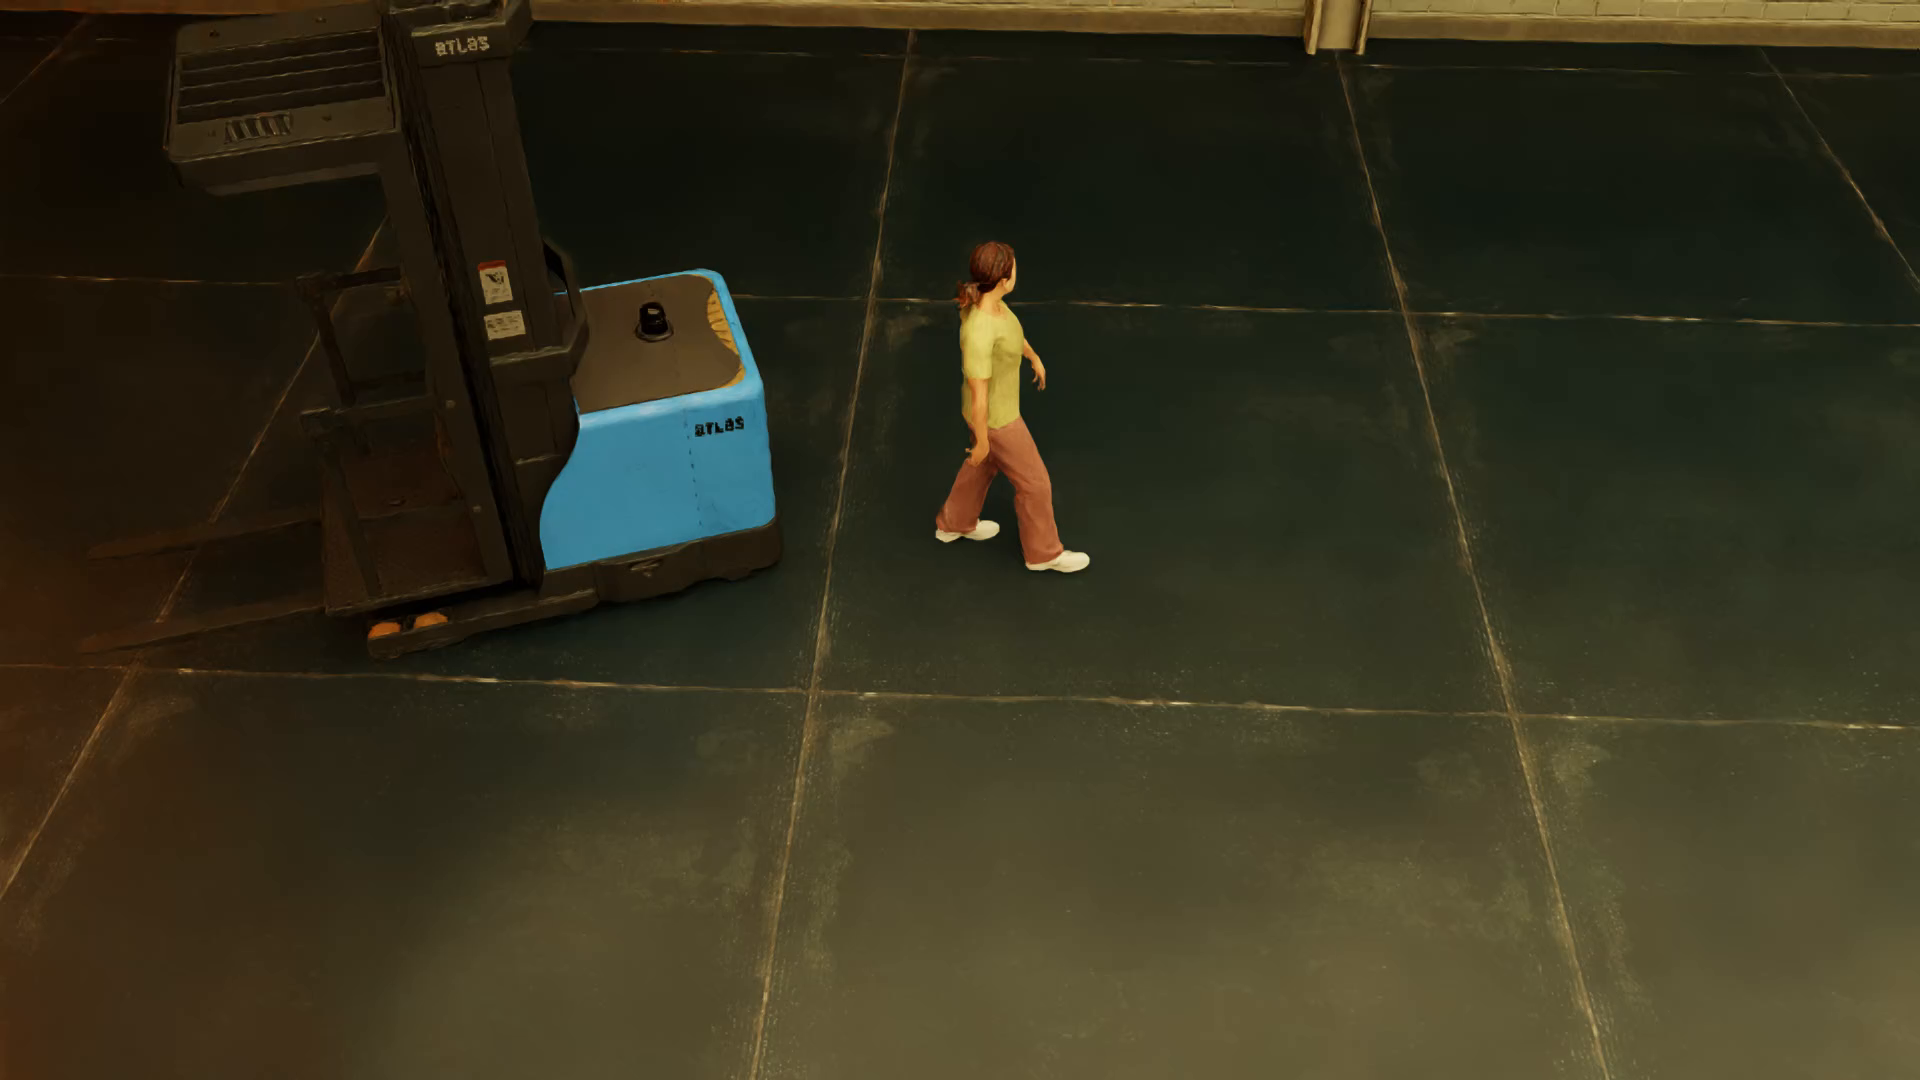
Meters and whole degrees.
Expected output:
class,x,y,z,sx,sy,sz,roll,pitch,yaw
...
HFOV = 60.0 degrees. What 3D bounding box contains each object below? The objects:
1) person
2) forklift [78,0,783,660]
class,x,y,z,sx,sy,sz,roll,pitch,yaw
person,0.241,-0.492,7.430,0.713,1.388,0.586,-2,42,-2
forklift,-2.401,-0.958,6.792,3.031,2.935,1.130,-12,44,-13
